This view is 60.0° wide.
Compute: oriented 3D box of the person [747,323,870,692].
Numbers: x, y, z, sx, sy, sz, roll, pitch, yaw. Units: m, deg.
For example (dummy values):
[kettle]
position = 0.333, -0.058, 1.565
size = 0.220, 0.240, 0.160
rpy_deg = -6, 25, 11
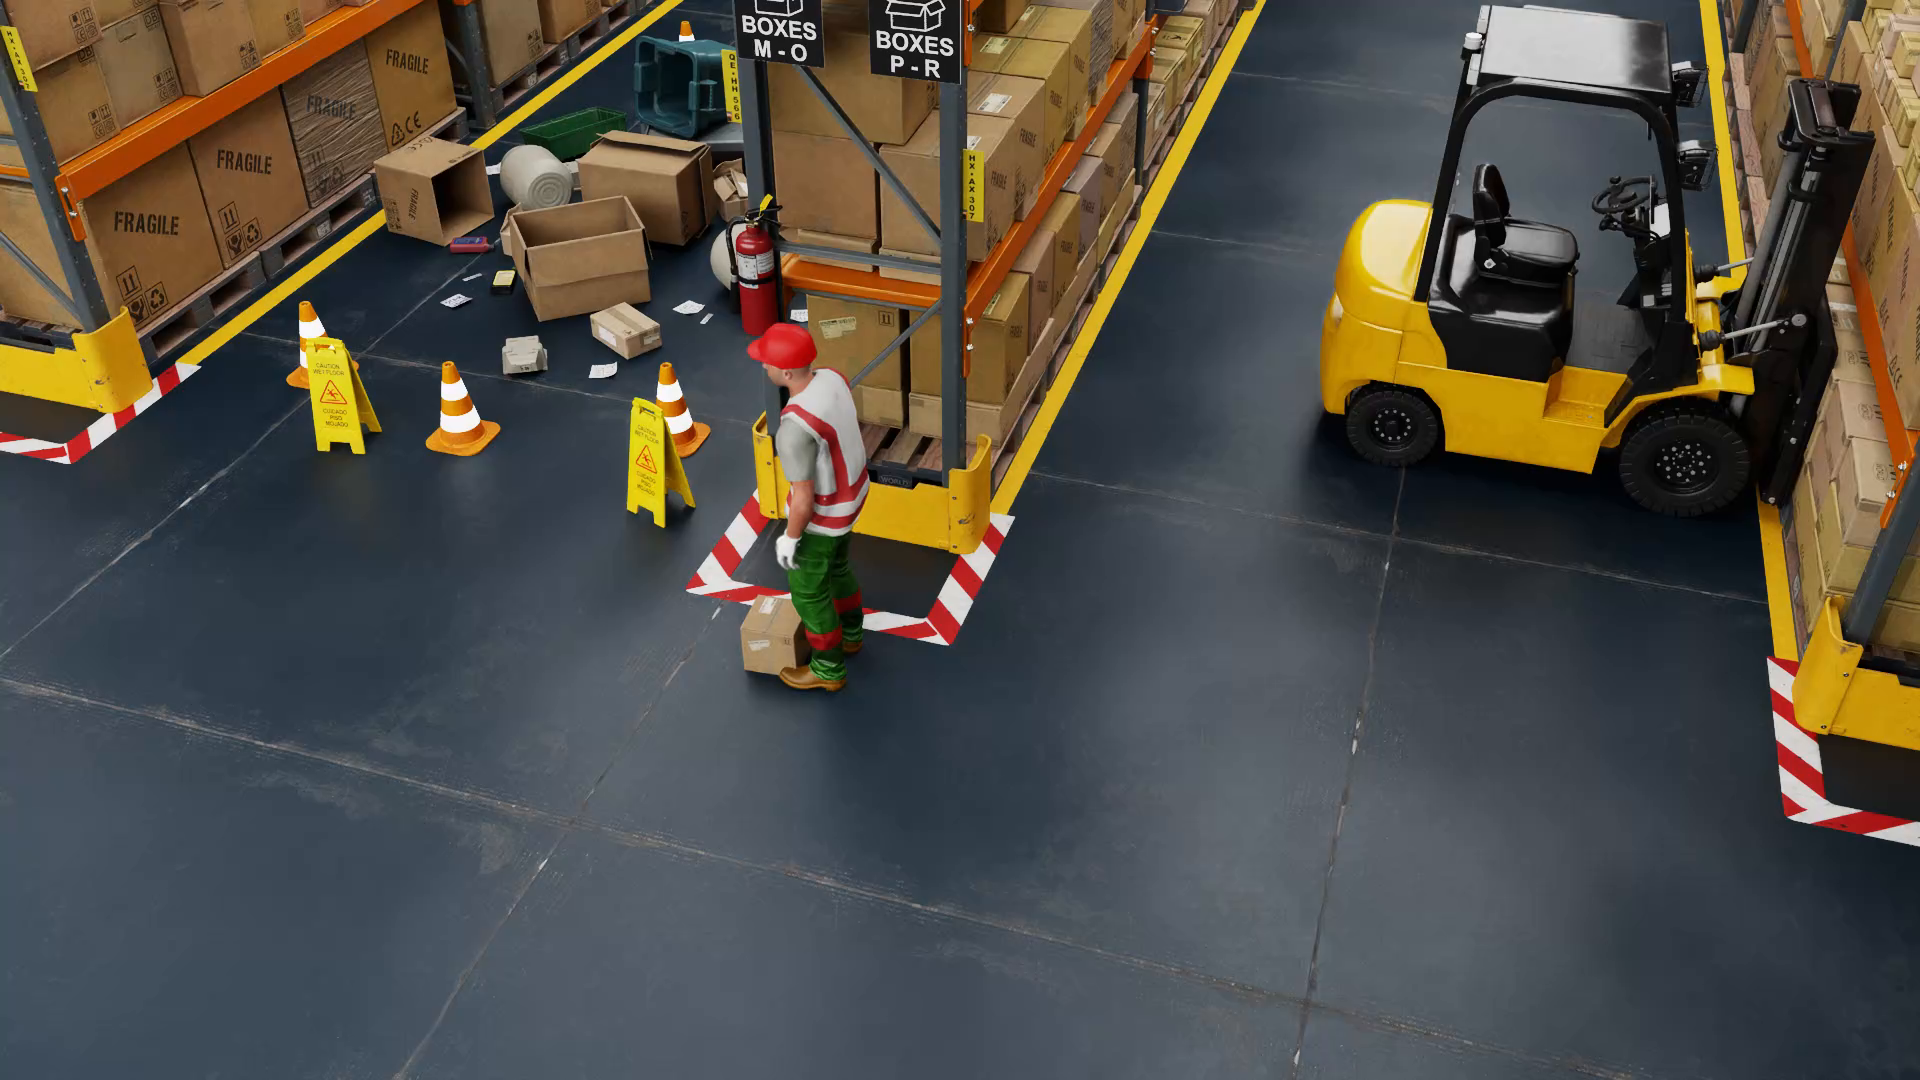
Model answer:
[person]
position = -0.619, -0.134, 7.059
size = 0.454, 1.779, 0.610
rpy_deg = 10, 38, 14
